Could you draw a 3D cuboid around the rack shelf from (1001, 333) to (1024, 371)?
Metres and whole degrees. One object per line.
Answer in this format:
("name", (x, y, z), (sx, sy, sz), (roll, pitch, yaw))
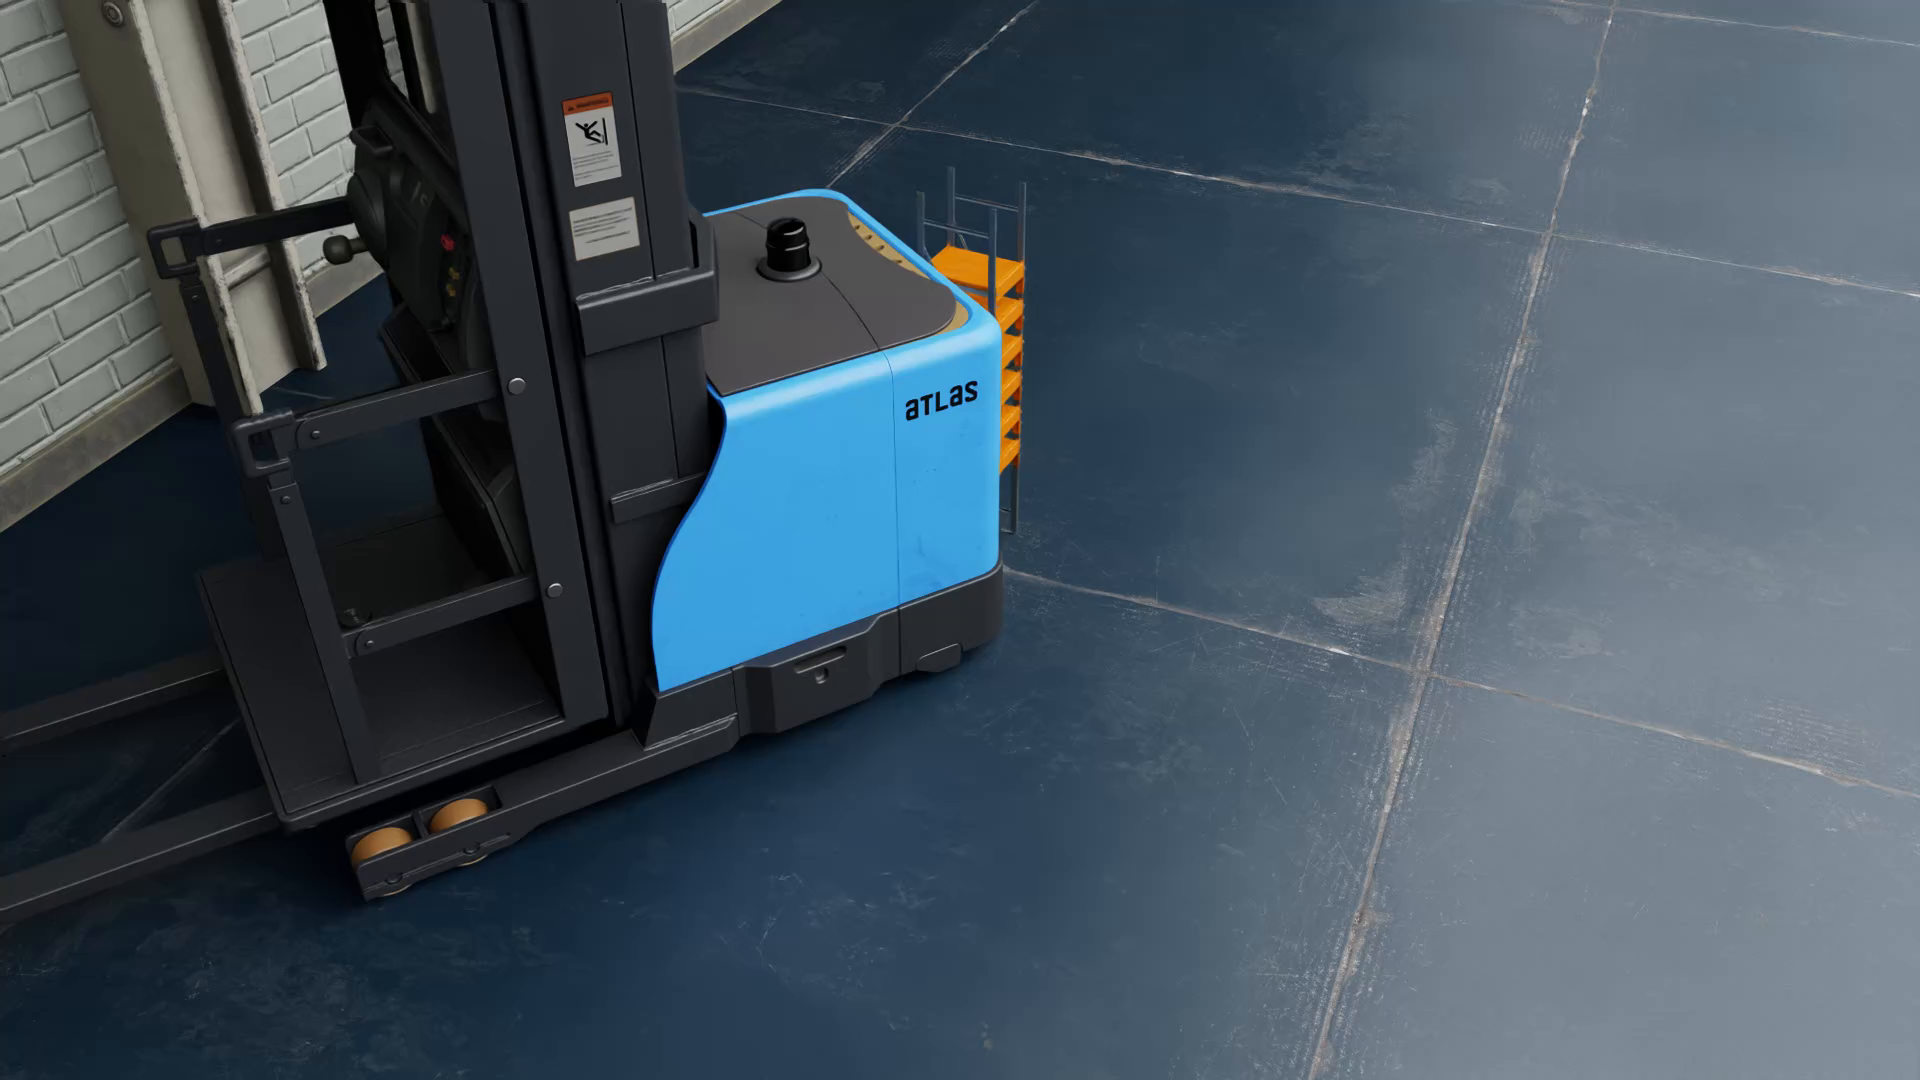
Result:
("rack shelf", (0.031, -0.540, 4.844), (0.258, 0.103, 0.180), (17, 40, 21))

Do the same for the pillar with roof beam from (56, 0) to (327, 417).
("pillar with roof beam", (1.440, -3.198, 2.012), (9.100, 9.000, 0.400), (14, 39, 18))

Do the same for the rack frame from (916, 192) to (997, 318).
("rack frame", (-0.010, -0.431, 4.824), (0.240, 1.200, 0.006), (17, 40, 21))

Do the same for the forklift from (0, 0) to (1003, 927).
("forklift", (-1.411, -0.665, 3.691), (3.031, 2.935, 1.130), (-19, 41, -24))

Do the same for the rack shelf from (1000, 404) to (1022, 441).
("rack shelf", (0.031, -0.348, 4.988), (0.258, 0.103, 0.180), (17, 40, 21))

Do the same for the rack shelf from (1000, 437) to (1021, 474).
("rack shelf", (0.031, -0.252, 5.060), (0.258, 0.103, 0.180), (17, 40, 21))

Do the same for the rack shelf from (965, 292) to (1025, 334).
("rack shelf", (0.031, -0.636, 4.772), (0.258, 0.103, 0.180), (17, 40, 21))

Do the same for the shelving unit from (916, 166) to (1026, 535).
("shelving unit", (0.031, -0.480, 4.889), (0.258, 1.200, 0.189), (17, 40, 21))

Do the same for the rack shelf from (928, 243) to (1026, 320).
("rack shelf", (0.031, -0.732, 4.701), (0.258, 0.103, 0.180), (17, 40, 21))

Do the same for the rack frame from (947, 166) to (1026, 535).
("rack frame", (0.073, -0.528, 4.955), (0.240, 1.200, 0.006), (17, 40, 21))

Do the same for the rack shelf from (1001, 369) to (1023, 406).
("rack shelf", (0.031, -0.444, 4.916), (0.258, 0.103, 0.180), (17, 40, 21))
